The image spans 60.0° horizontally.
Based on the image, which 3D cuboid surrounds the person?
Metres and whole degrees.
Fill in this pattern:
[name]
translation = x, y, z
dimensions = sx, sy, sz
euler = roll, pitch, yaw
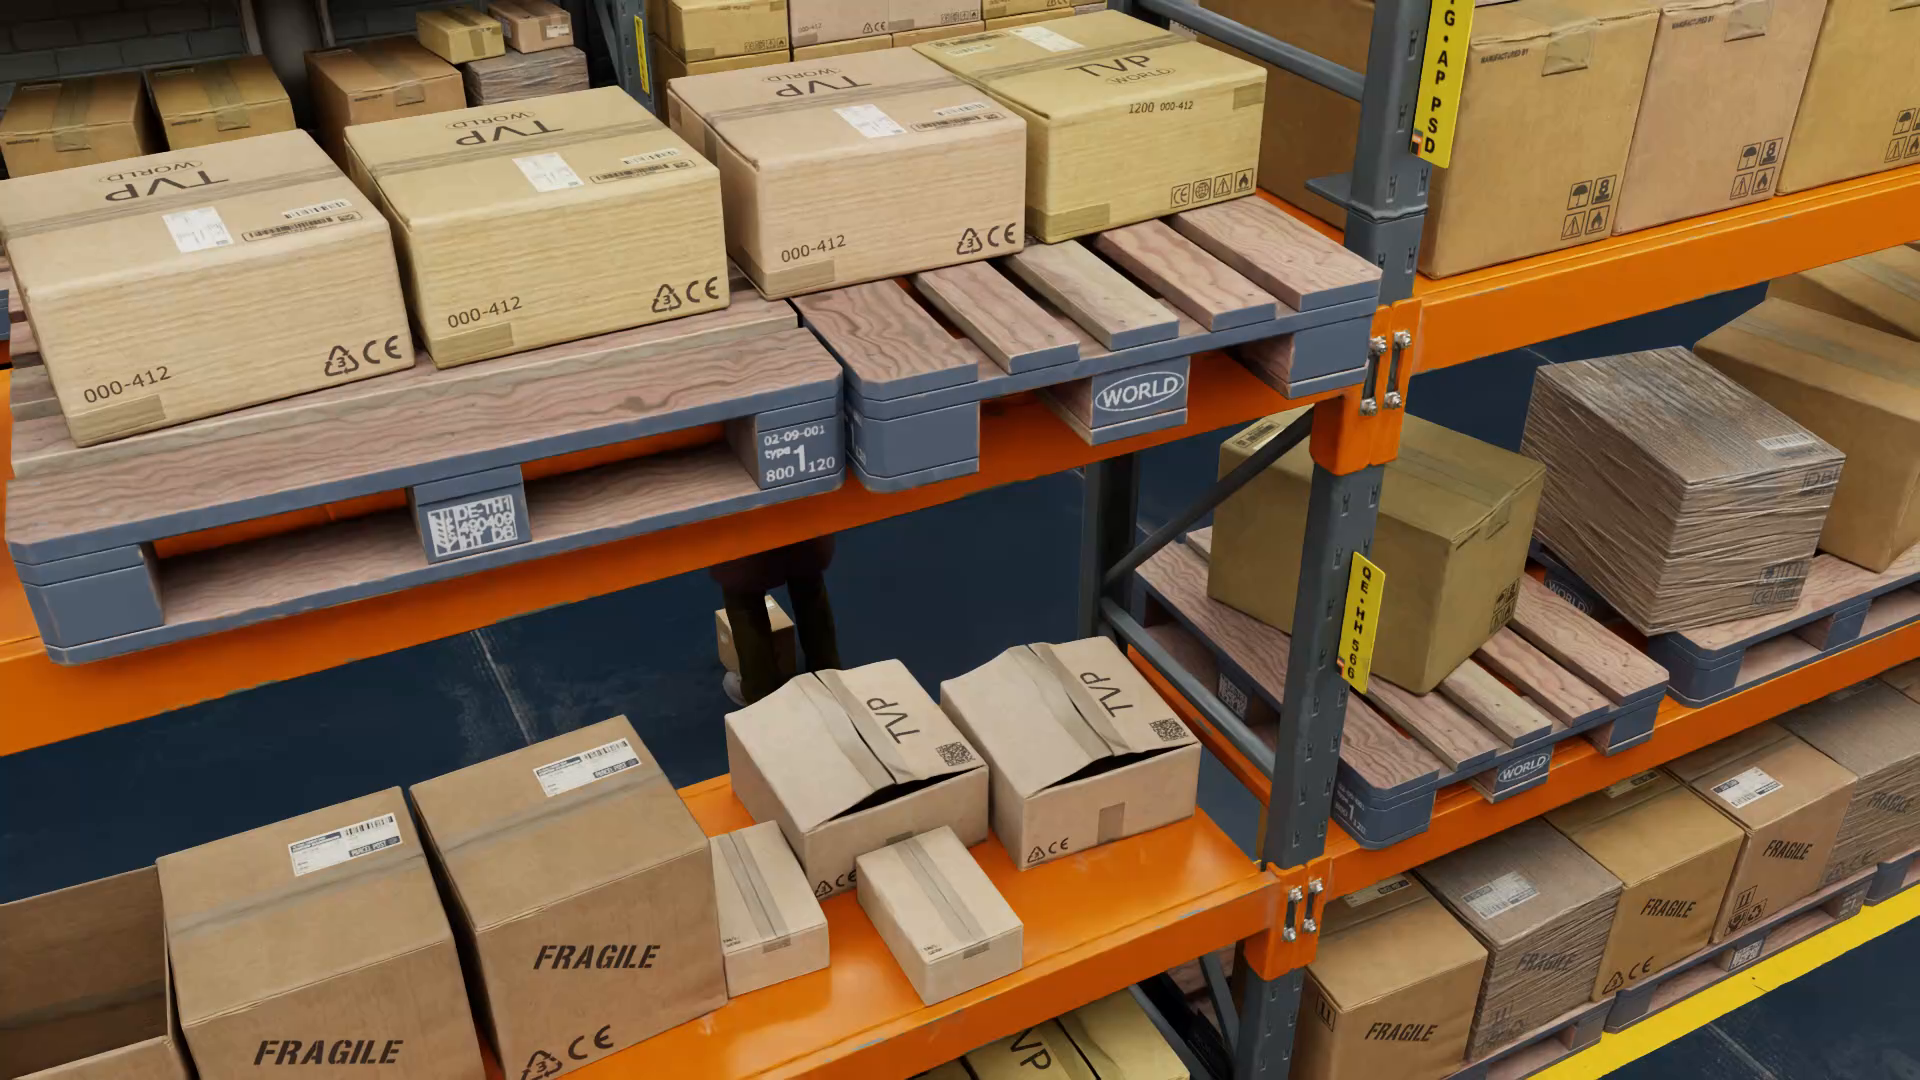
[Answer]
[person]
translation = -0.733, -0.098, 6.306
dimensions = 0.647, 1.772, 0.429
euler = -18, 37, -26
